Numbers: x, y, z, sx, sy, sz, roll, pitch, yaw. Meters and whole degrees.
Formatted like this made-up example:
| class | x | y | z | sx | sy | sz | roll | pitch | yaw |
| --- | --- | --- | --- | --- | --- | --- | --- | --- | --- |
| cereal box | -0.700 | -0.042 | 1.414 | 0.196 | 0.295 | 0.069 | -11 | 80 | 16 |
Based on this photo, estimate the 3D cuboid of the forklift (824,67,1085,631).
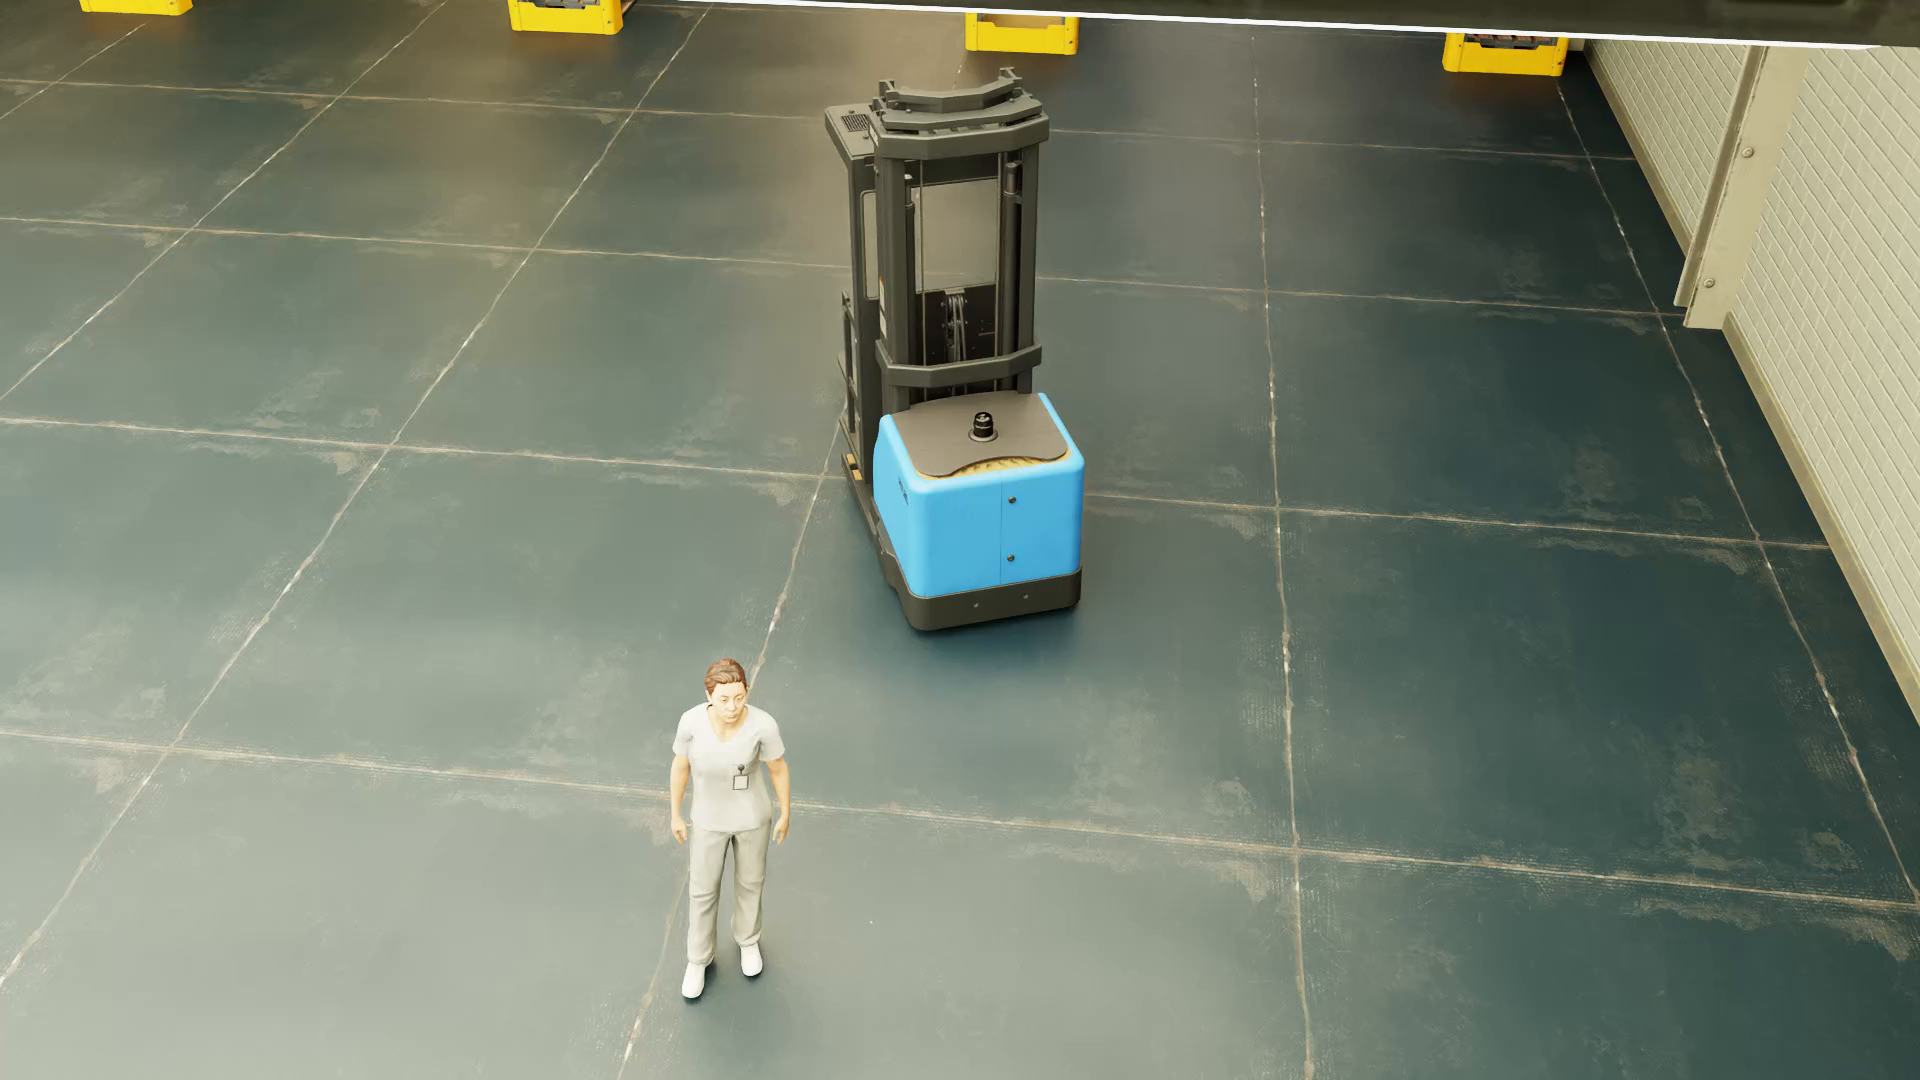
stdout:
| class | x | y | z | sx | sy | sz | roll | pitch | yaw |
| --- | --- | --- | --- | --- | --- | --- | --- | --- | --- |
| forklift | -0.159 | -1.528 | 10.103 | 1.130 | 2.935 | 3.031 | -9 | 37 | -12 |

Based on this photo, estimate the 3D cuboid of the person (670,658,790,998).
| class | x | y | z | sx | sy | sz | roll | pitch | yaw |
| --- | --- | --- | --- | --- | --- | --- | --- | --- | --- |
| person | -1.020 | 1.271 | 7.351 | 0.550 | 1.673 | 0.548 | -2 | 36 | -3 |
